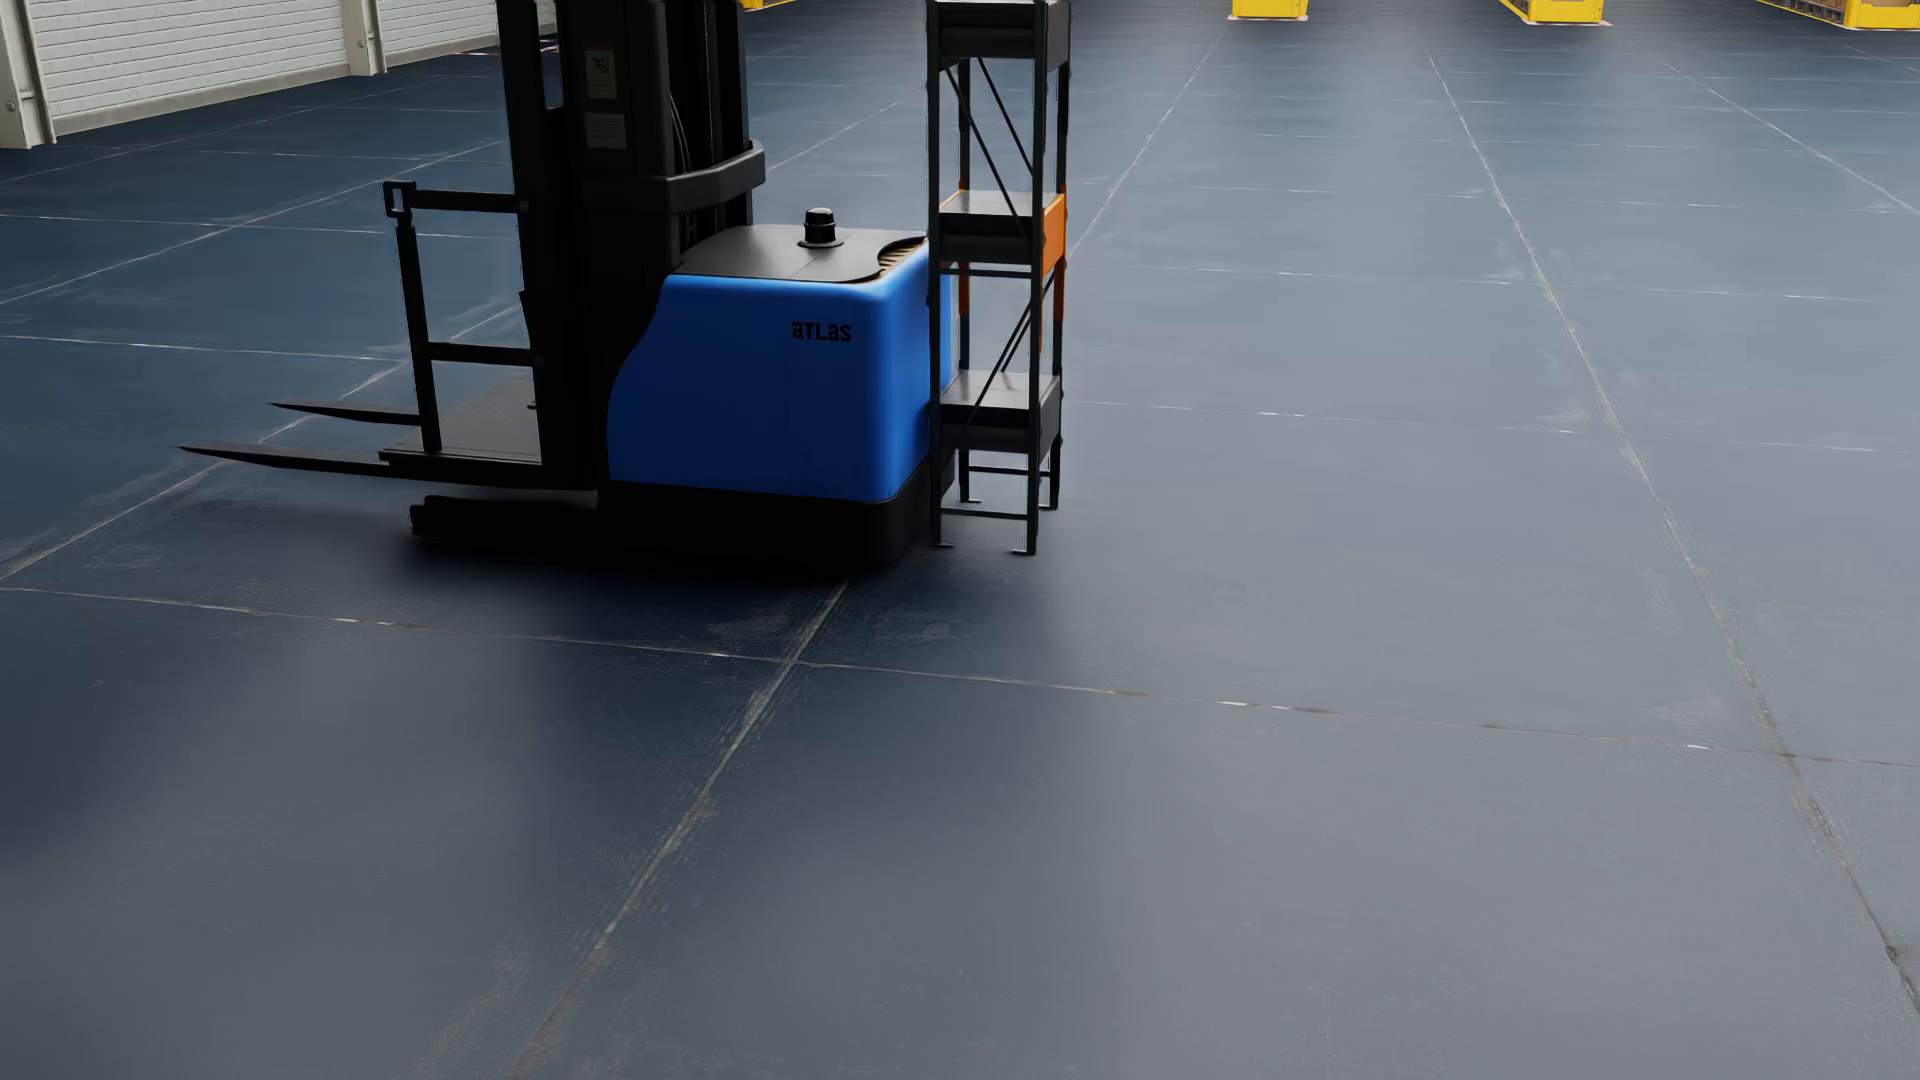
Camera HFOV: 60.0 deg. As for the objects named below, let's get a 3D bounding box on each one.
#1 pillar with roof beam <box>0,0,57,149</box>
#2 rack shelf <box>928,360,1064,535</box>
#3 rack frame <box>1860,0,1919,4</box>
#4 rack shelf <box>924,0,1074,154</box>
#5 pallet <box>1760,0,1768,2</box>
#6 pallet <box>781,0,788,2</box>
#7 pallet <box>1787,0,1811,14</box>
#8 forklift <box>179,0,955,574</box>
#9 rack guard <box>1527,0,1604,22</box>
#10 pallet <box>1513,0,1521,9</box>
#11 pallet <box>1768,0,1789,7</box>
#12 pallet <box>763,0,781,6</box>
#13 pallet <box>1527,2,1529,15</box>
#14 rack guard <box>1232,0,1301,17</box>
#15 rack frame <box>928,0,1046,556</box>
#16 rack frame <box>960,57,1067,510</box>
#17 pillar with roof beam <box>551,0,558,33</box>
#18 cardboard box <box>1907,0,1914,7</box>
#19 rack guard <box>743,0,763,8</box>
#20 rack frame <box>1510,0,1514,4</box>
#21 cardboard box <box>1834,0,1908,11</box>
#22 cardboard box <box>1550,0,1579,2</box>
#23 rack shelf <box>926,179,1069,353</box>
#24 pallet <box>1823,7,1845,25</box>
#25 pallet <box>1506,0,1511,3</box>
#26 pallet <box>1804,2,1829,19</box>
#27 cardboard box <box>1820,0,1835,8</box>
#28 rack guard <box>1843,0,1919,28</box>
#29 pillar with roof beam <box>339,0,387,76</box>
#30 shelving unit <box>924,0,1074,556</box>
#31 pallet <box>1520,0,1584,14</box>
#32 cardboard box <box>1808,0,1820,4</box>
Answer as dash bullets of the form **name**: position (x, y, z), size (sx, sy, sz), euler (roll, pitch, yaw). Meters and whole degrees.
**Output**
- **pillar with roof beam**: position (-4.460, -7.520, 12.981), size (9.100, 9.000, 0.400), euler (4, 22, 11)
- **rack shelf**: position (0.143, -0.362, 6.352), size (0.431, 0.518, 0.480), euler (5, 22, 12)
- **rack frame**: position (15.085, -9.779, 26.619), size (1.000, 3.000, 0.127), euler (4, 22, 11)
- **rack shelf**: position (0.143, -1.661, 5.829), size (0.431, 0.518, 0.480), euler (5, 22, 12)
- **pallet**: position (16.231, -10.684, 32.599), size (1.003, 0.211, 1.213), euler (4, 22, 11)
- **pallet**: position (-3.830, -10.800, 32.888), size (1.003, 0.211, 1.213), euler (4, 22, 11)
- **pallet**: position (15.669, -9.676, 30.097), size (1.003, 0.211, 1.213), euler (4, 22, 11)
- **forklift**: position (-1.594, -1.514, 6.190), size (3.031, 2.935, 1.130), euler (5, 23, 13)
- **rack guard**: position (10.265, -9.062, 28.186), size (1.175, 0.500, 0.348), euler (4, 22, 11)
- **pallet**: position (10.964, -10.115, 31.187), size (1.003, 0.211, 1.213), euler (4, 22, 11)
- **pallet**: position (15.985, -10.236, 31.487), size (1.003, 0.211, 1.213), euler (4, 22, 11)
- **pallet**: position (-4.082, -10.355, 31.784), size (1.003, 0.211, 1.213), euler (4, 22, 11)
- **pallet**: position (10.466, -9.223, 28.971), size (1.003, 0.211, 1.213), euler (4, 22, 11)
- **rack guard**: position (5.371, -9.443, 29.132), size (1.175, 0.500, 0.348), euler (4, 22, 11)
- **rack frame**: position (0.089, -0.935, 5.865), size (0.400, 2.100, 0.015), euler (5, 22, 12)
- **rack frame**: position (0.197, -1.113, 6.306), size (0.400, 2.100, 0.015), euler (5, 22, 12)
- **pillar with roof beam**: position (-2.011, -11.909, 23.878), size (9.100, 9.000, 0.400), euler (4, 22, 11)
- **cardboard box**: position (16.589, -9.438, 29.114), size (0.500, 0.500, 0.500), euler (8, 23, 20)
- **rack guard**: position (-4.282, -10.195, 30.999), size (1.175, 0.500, 0.348), euler (4, 22, 11)
- **rack frame**: position (11.066, -11.657, 31.282), size (1.000, 3.000, 0.127), euler (4, 22, 11)
- **cardboard box**: position (15.159, -9.241, 27.566), size (0.875, 0.875, 0.875), euler (5, 22, 11)
- **cardboard box**: position (10.394, -9.456, 28.602), size (0.500, 0.500, 0.500), euler (9, 24, 21)
- **rack shelf**: position (0.143, -1.011, 6.090), size (0.431, 0.518, 0.480), euler (5, 22, 12)
- **pallet**: position (15.171, -8.784, 27.881), size (1.003, 0.211, 1.213), euler (4, 22, 11)
- **pallet**: position (11.223, -10.648, 32.510), size (1.003, 0.211, 1.213), euler (4, 22, 11)
- **pallet**: position (15.423, -9.229, 28.986), size (1.003, 0.211, 1.213), euler (4, 22, 11)
- **cardboard box**: position (15.336, -9.563, 28.365), size (0.875, 0.875, 0.875), euler (4, 22, 10)
- **rack guard**: position (15.080, -8.611, 27.064), size (1.175, 0.500, 0.348), euler (4, 22, 11)
- **pillar with roof beam**: position (-3.236, -9.715, 18.429), size (9.100, 9.000, 0.400), euler (4, 22, 11)
- **shelving unit**: position (0.143, -1.024, 6.085), size (0.431, 2.100, 0.503), euler (5, 22, 12)
- **pallet**: position (10.717, -9.668, 30.075), size (1.003, 0.211, 1.213), euler (4, 22, 11)
- **cardboard box**: position (15.524, -9.896, 29.193), size (0.875, 0.875, 0.875), euler (5, 22, 11)
